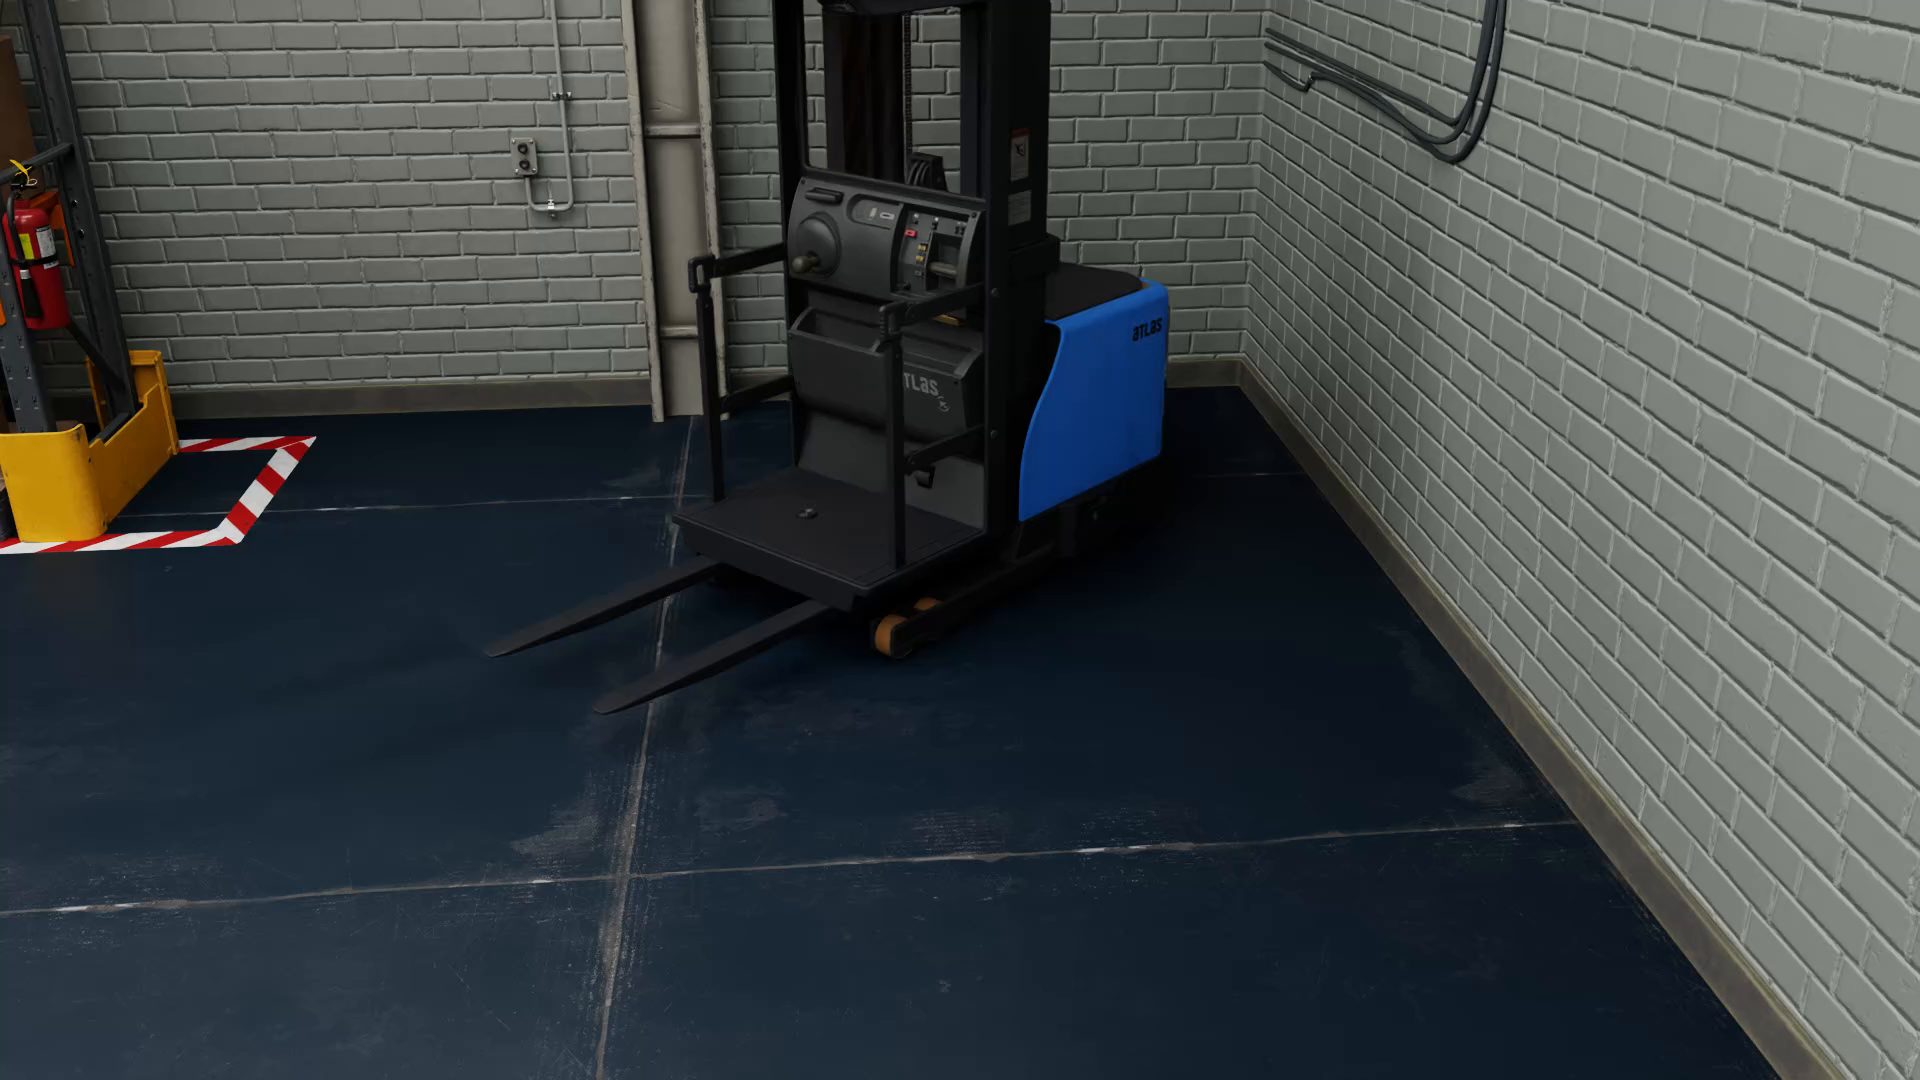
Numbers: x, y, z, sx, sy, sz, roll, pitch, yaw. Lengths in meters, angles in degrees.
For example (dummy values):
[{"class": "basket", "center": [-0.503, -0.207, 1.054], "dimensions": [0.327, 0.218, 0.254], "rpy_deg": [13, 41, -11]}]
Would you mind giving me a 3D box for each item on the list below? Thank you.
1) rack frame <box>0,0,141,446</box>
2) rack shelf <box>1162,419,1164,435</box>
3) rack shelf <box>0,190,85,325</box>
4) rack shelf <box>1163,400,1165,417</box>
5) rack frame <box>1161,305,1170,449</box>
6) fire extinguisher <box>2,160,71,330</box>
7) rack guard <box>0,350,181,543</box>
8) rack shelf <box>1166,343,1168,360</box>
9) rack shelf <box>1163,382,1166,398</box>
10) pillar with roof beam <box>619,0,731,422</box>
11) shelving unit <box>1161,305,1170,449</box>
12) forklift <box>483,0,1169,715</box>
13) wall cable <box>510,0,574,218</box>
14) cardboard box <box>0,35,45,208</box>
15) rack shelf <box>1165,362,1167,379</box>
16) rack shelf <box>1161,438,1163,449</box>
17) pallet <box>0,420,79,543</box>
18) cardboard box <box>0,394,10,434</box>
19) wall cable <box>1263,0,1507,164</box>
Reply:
[{"class": "rack frame", "center": [-4.013, -1.597, 7.149], "dimensions": [0.127, 3.000, 1.000], "rpy_deg": [-2, 24, -5]}, {"class": "rack shelf", "center": [0.802, -0.553, 7.689], "dimensions": [0.200, 0.077, 0.258], "rpy_deg": [-6, 25, -13]}, {"class": "rack shelf", "center": [-6.003, -1.188, 7.116], "dimensions": [4.000, 0.370, 1.077], "rpy_deg": [-2, 24, -5]}, {"class": "rack shelf", "center": [0.802, -0.635, 7.653], "dimensions": [0.200, 0.077, 0.258], "rpy_deg": [-6, 25, -13]}, {"class": "rack frame", "center": [0.900, -0.676, 7.662], "dimensions": [0.006, 0.900, 0.240], "rpy_deg": [-6, 25, -13]}, {"class": "fire extinguisher", "center": [-3.817, -1.210, 6.835], "dimensions": [0.183, 0.674, 0.296], "rpy_deg": [-2, 24, -5]}, {"class": "rack guard", "center": [-3.989, -0.455, 7.659], "dimensions": [0.348, 0.500, 1.175], "rpy_deg": [-2, 24, -5]}, {"class": "rack shelf", "center": [0.802, -0.882, 7.543], "dimensions": [0.200, 0.077, 0.258], "rpy_deg": [-6, 25, -13]}, {"class": "rack shelf", "center": [0.802, -0.717, 7.616], "dimensions": [0.200, 0.077, 0.258], "rpy_deg": [-6, 25, -13]}, {"class": "pillar with roof beam", "center": [-0.988, -3.055, 3.045], "dimensions": [0.400, 9.000, 9.100], "rpy_deg": [-2, 24, -5]}, {"class": "shelving unit", "center": [0.802, -0.665, 7.639], "dimensions": [0.210, 0.900, 0.258], "rpy_deg": [-6, 25, -13]}, {"class": "forklift", "center": [-0.436, -1.123, 6.168], "dimensions": [1.130, 2.935, 3.031], "rpy_deg": [19, 30, 36]}, {"class": "wall cable", "center": [-2.831, -2.494, 7.918], "dimensions": [1.851, 1.984, 0.084], "rpy_deg": [-2, 24, -5]}, {"class": "cardboard box", "center": [-4.519, -1.709, 7.033], "dimensions": [0.700, 0.700, 0.980], "rpy_deg": [-1, 24, -3]}, {"class": "rack shelf", "center": [0.802, -0.800, 7.580], "dimensions": [0.200, 0.077, 0.258], "rpy_deg": [-6, 25, -13]}, {"class": "rack shelf", "center": [0.802, -0.470, 7.726], "dimensions": [0.200, 0.077, 0.258], "rpy_deg": [-6, 25, -13]}, {"class": "pallet", "center": [-4.801, -0.259, 7.573], "dimensions": [1.213, 0.211, 1.003], "rpy_deg": [-2, 24, -5]}, {"class": "cardboard box", "center": [-4.700, -0.578, 7.418], "dimensions": [0.500, 0.500, 0.700], "rpy_deg": [-2, 24, -5]}, {"class": "wall cable", "center": [1.651, -3.001, 6.744], "dimensions": [0.112, 2.526, 3.097], "rpy_deg": [-2, 24, -5]}]
